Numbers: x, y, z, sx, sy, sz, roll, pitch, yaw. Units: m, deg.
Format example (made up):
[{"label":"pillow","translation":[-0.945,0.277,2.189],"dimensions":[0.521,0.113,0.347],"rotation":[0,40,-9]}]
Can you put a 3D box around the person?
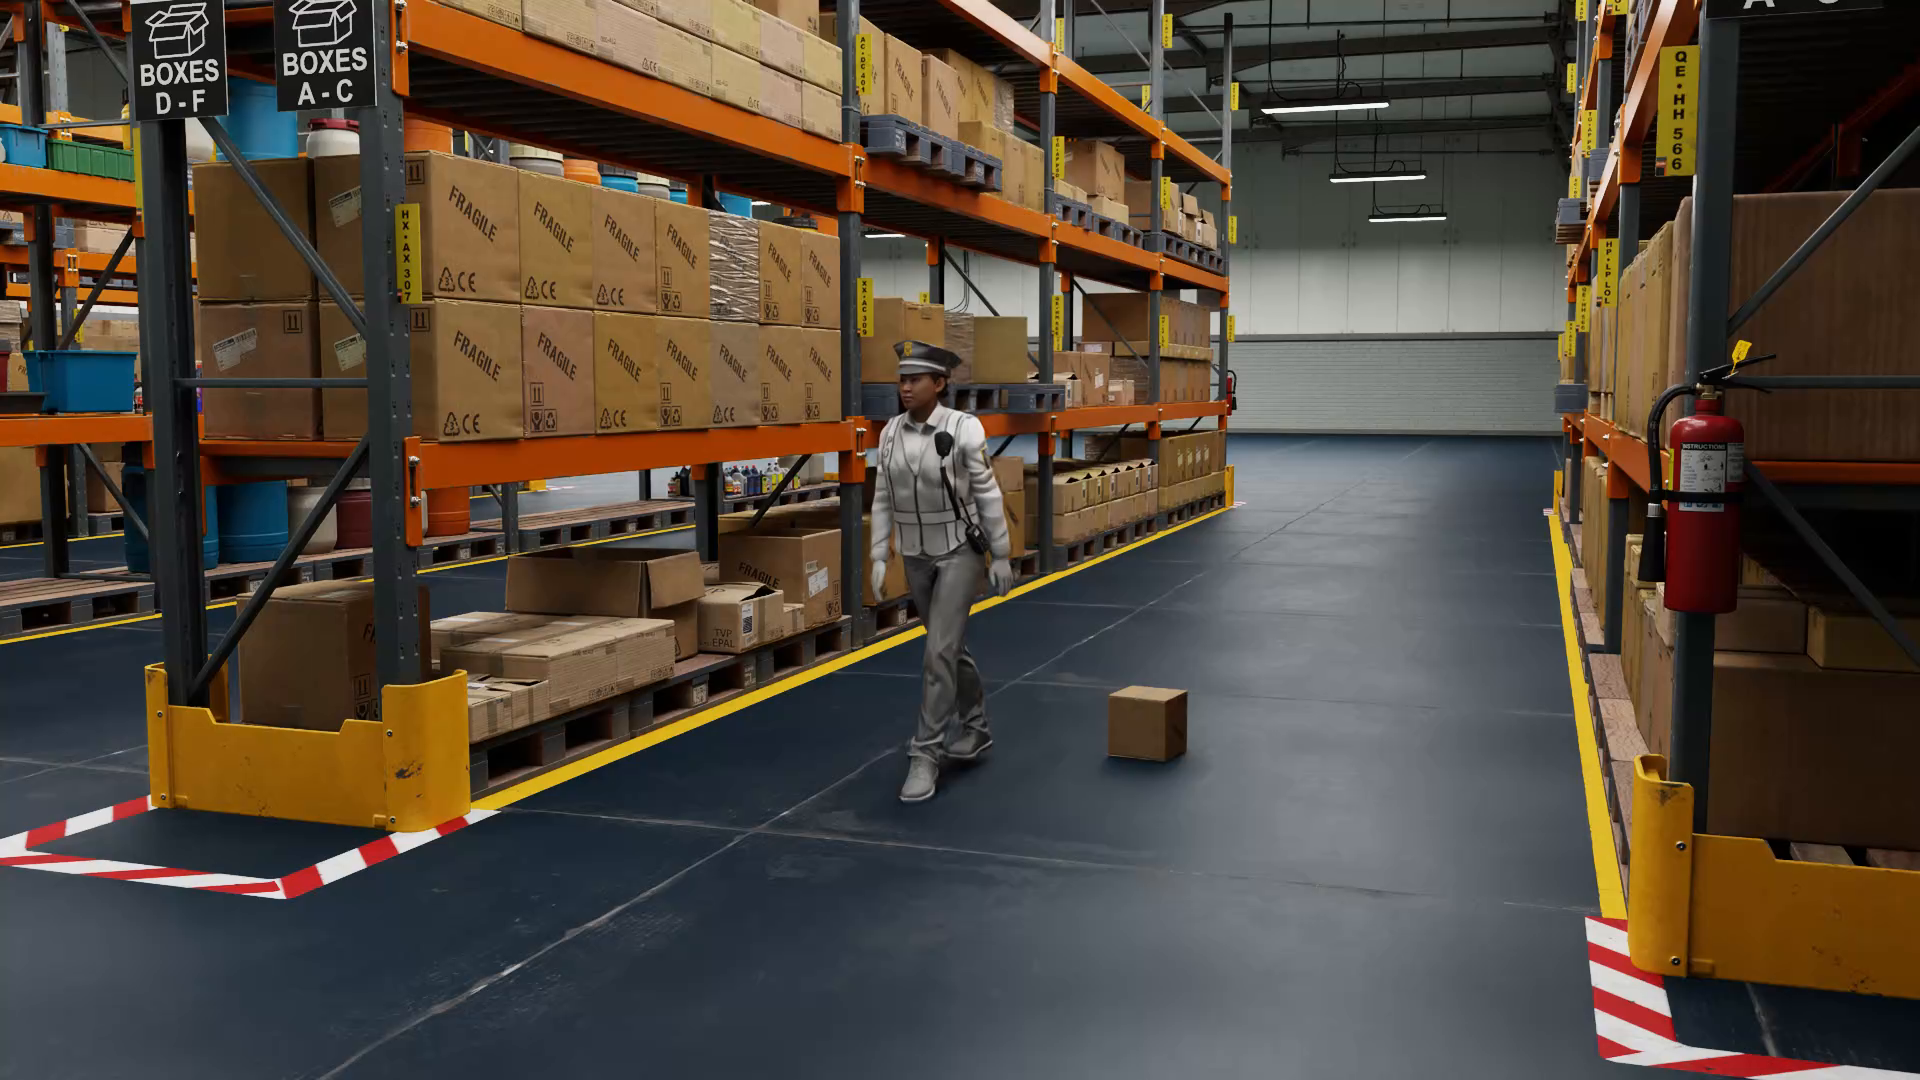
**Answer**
[{"label":"person","translation":[-0.110,0.080,6.329],"dimensions":[0.513,1.672,0.795],"rotation":[4,6,33]}]
